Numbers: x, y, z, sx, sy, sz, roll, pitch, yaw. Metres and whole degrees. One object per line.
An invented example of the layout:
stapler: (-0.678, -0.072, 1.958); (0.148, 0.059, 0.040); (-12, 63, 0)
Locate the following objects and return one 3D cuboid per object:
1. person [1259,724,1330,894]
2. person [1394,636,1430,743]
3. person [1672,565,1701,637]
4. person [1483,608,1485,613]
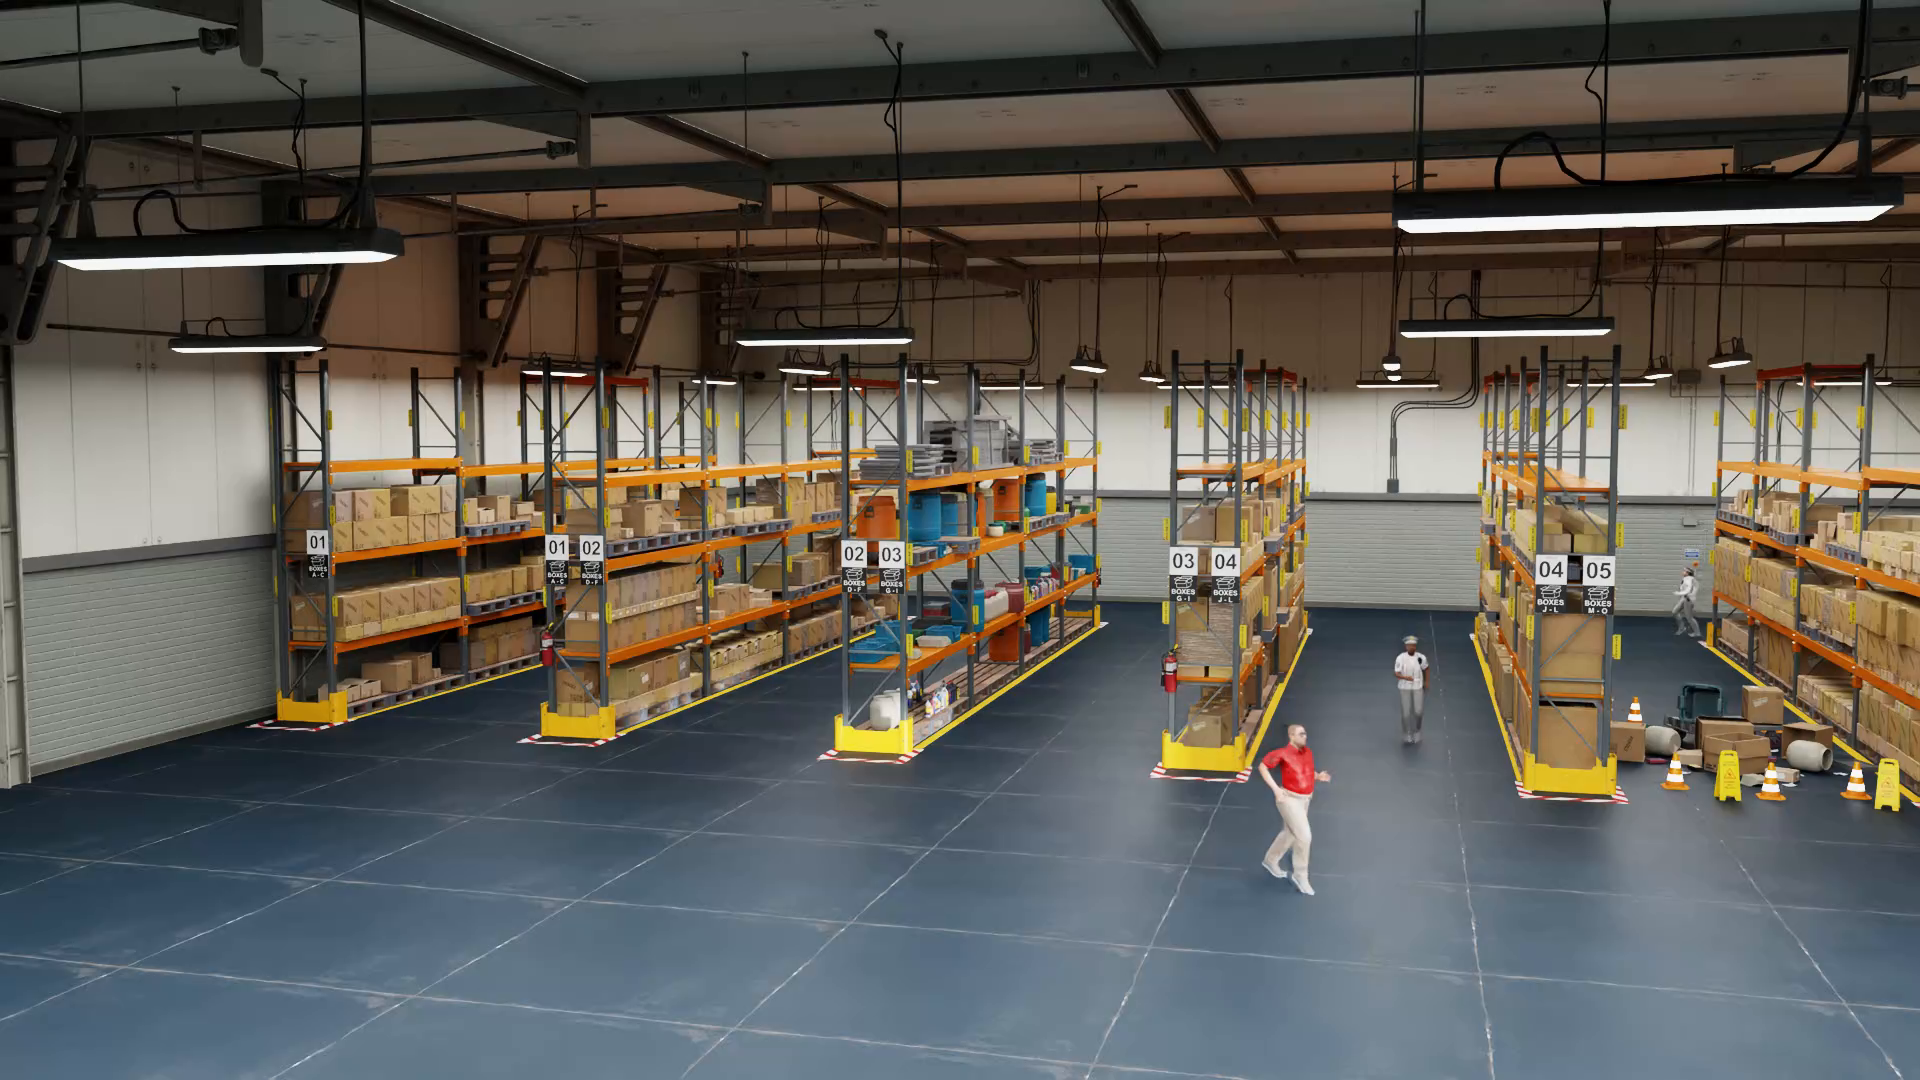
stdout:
person: (3.585, 2.870, 17.870); (0.813, 1.803, 0.642); (4, 6, 42)
person: (6.988, 2.310, 25.681); (0.549, 1.671, 0.649); (1, 4, 11)
person: (16.713, 1.404, 38.207); (0.645, 1.666, 0.601); (1, 4, 19)
person: (12.557, 1.381, 39.314); (0.513, 1.573, 0.689); (3, 5, 33)
